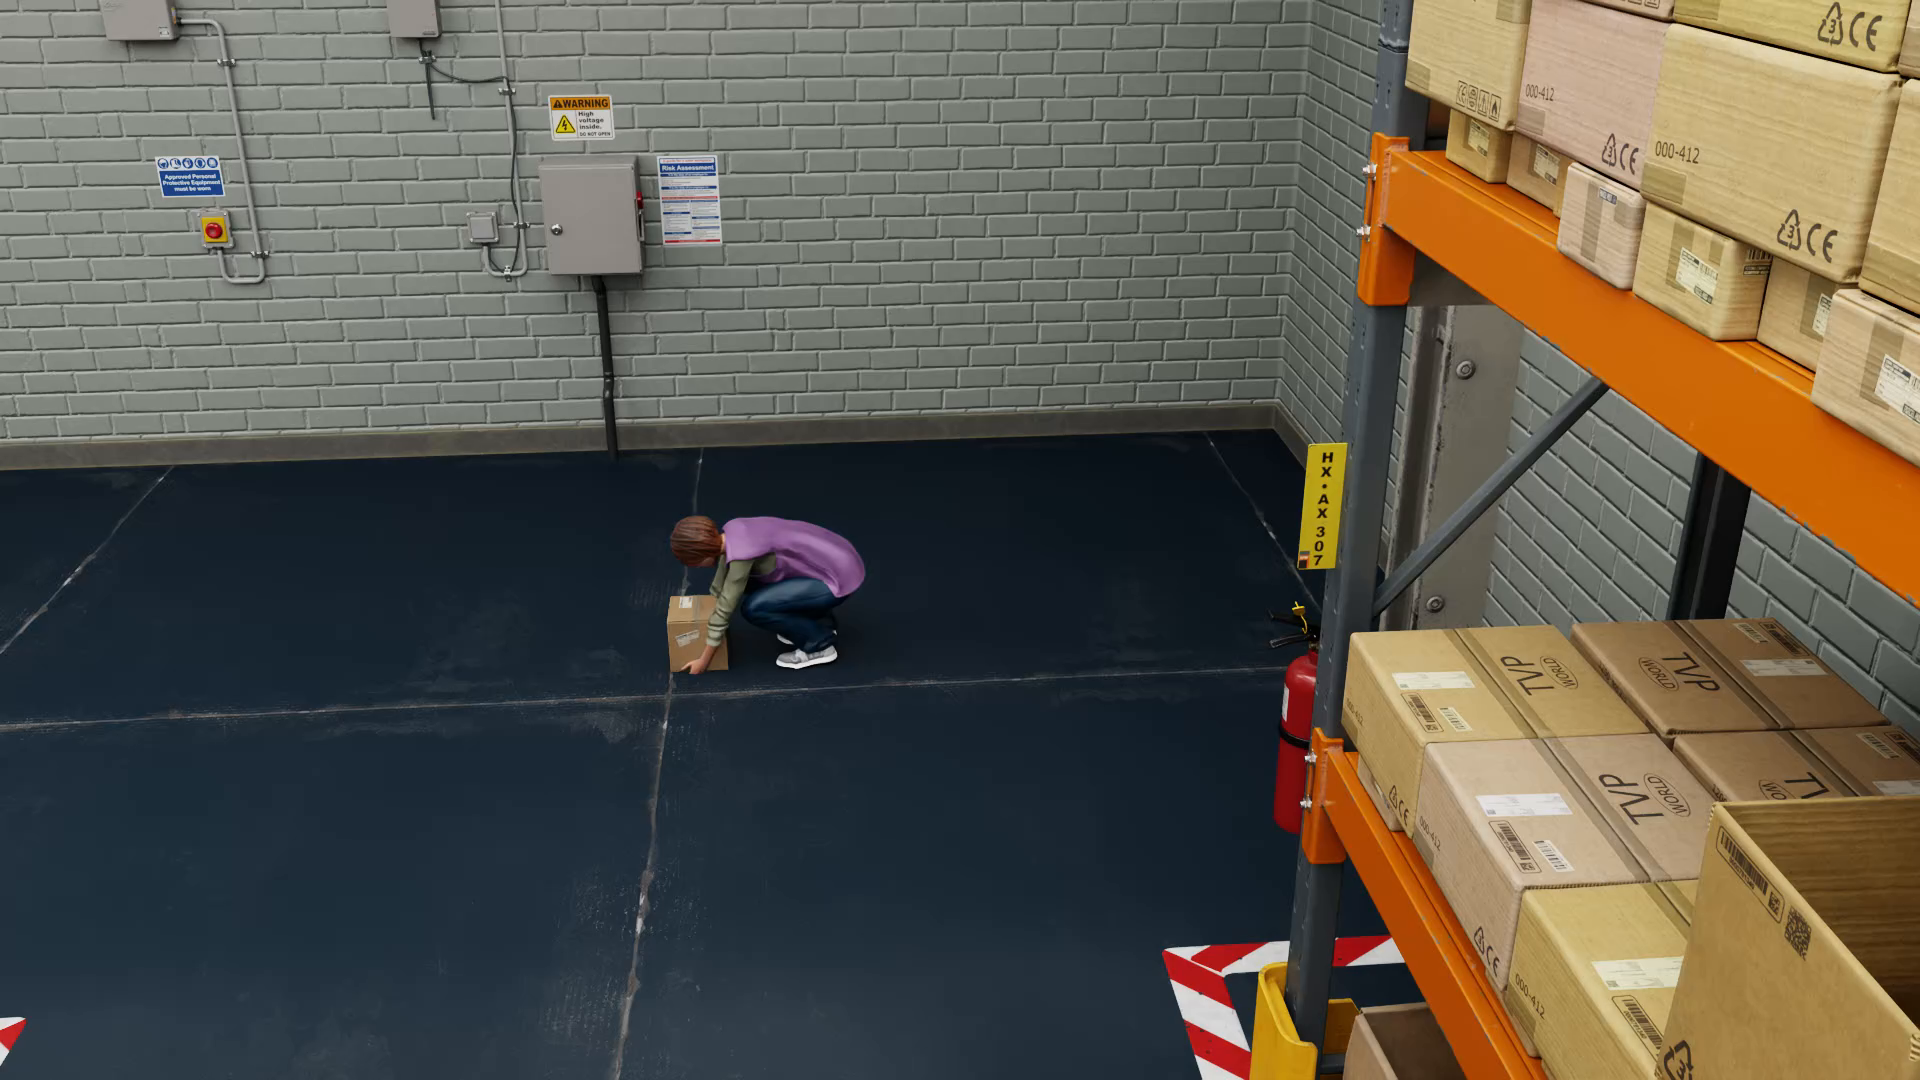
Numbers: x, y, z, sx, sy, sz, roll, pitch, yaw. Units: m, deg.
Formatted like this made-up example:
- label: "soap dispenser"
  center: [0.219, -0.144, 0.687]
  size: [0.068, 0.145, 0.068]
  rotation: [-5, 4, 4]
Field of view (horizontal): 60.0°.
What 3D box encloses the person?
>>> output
- label: "person"
  center: [-0.829, 0.227, 7.300]
  size: [0.835, 0.761, 0.432]
  rotation: [-3, 24, -6]
